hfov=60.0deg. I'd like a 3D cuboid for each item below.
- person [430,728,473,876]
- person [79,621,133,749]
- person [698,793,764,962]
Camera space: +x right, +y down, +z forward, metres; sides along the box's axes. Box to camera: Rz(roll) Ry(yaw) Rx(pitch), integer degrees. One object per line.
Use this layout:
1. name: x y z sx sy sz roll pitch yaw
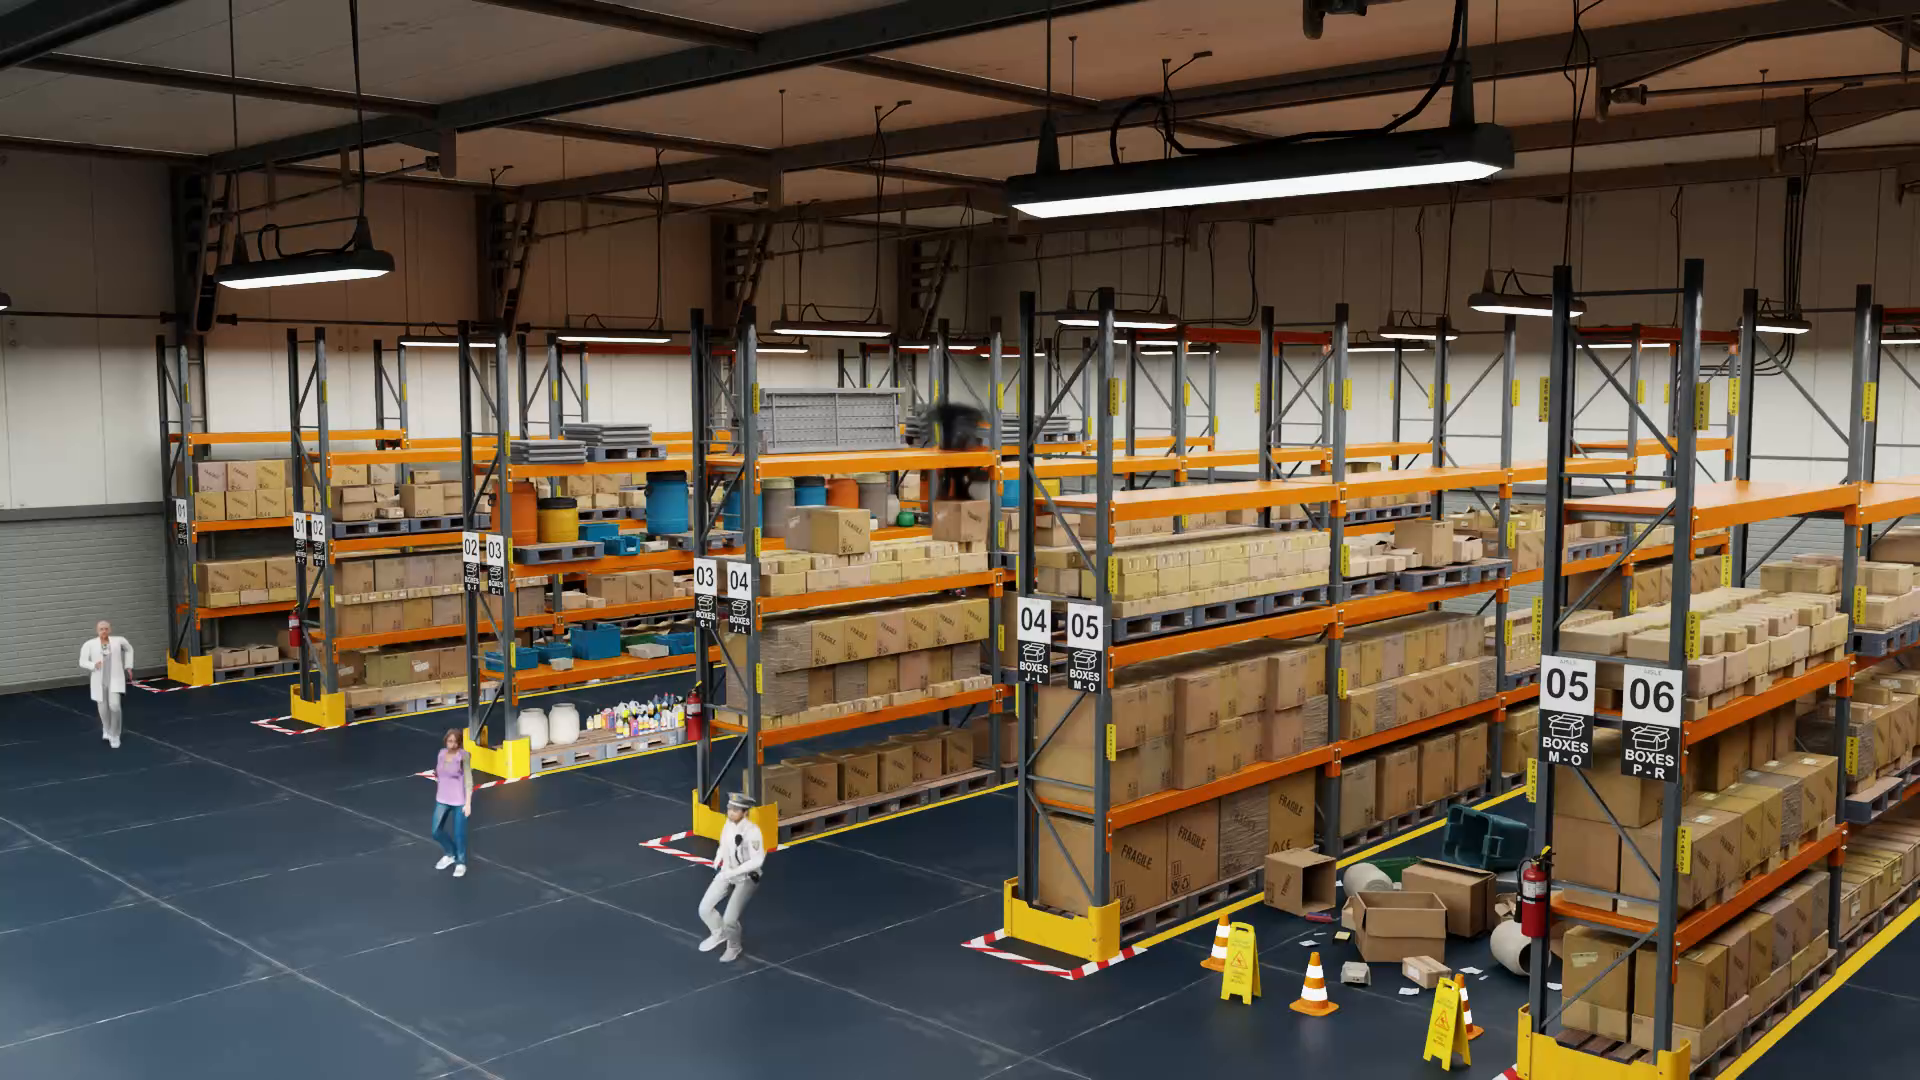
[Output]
1. person: -5.294 2.732 17.360 0.497 1.584 0.408 1 5 11
2. person: -12.171 2.060 23.728 0.653 1.837 0.911 -2 6 -21
3. person: -2.051 3.013 14.775 0.787 1.612 0.581 3 6 32
